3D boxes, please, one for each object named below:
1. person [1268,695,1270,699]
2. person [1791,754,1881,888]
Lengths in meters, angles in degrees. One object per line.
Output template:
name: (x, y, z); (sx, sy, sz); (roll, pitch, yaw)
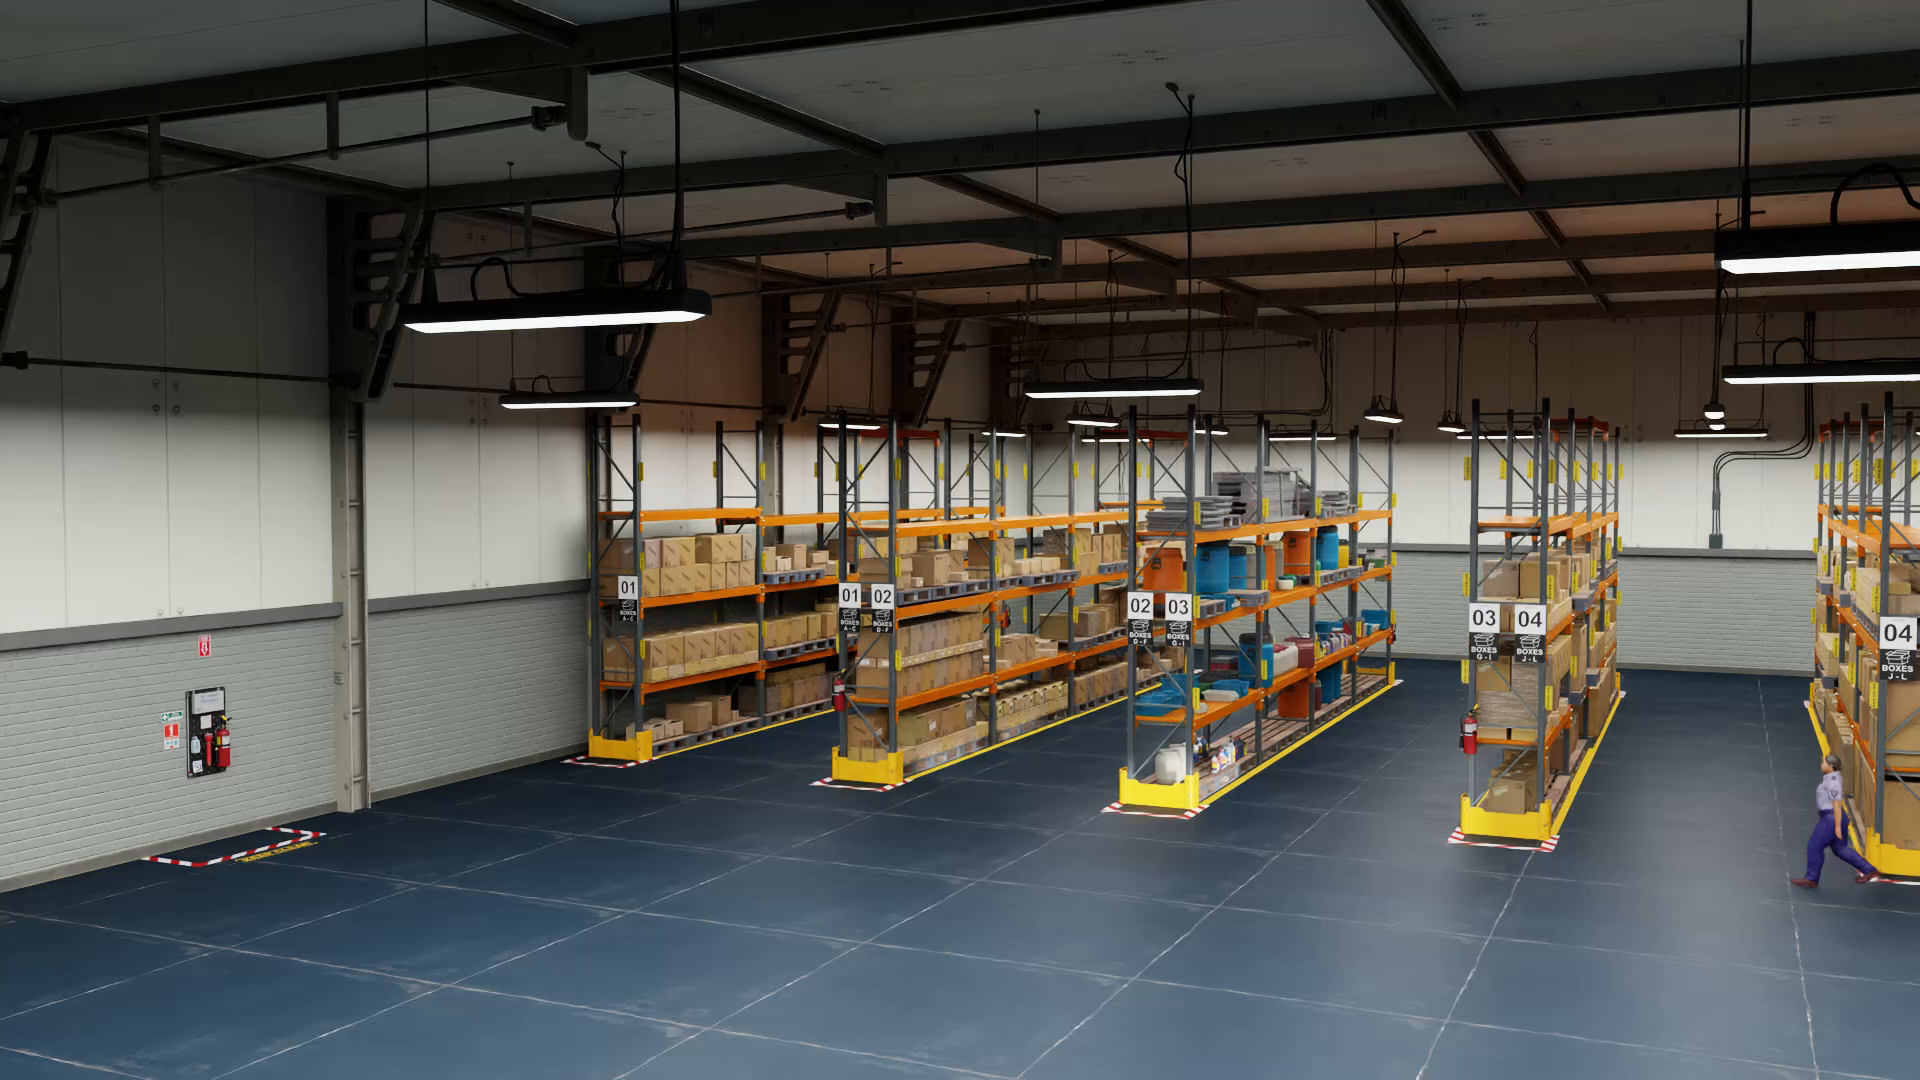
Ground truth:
person: (6.590, 2.673, 36.331); (0.492, 1.682, 0.681); (2, 3, 35)
person: (10.496, 3.374, 19.905); (0.962, 1.590, 0.481); (1, 3, 26)
